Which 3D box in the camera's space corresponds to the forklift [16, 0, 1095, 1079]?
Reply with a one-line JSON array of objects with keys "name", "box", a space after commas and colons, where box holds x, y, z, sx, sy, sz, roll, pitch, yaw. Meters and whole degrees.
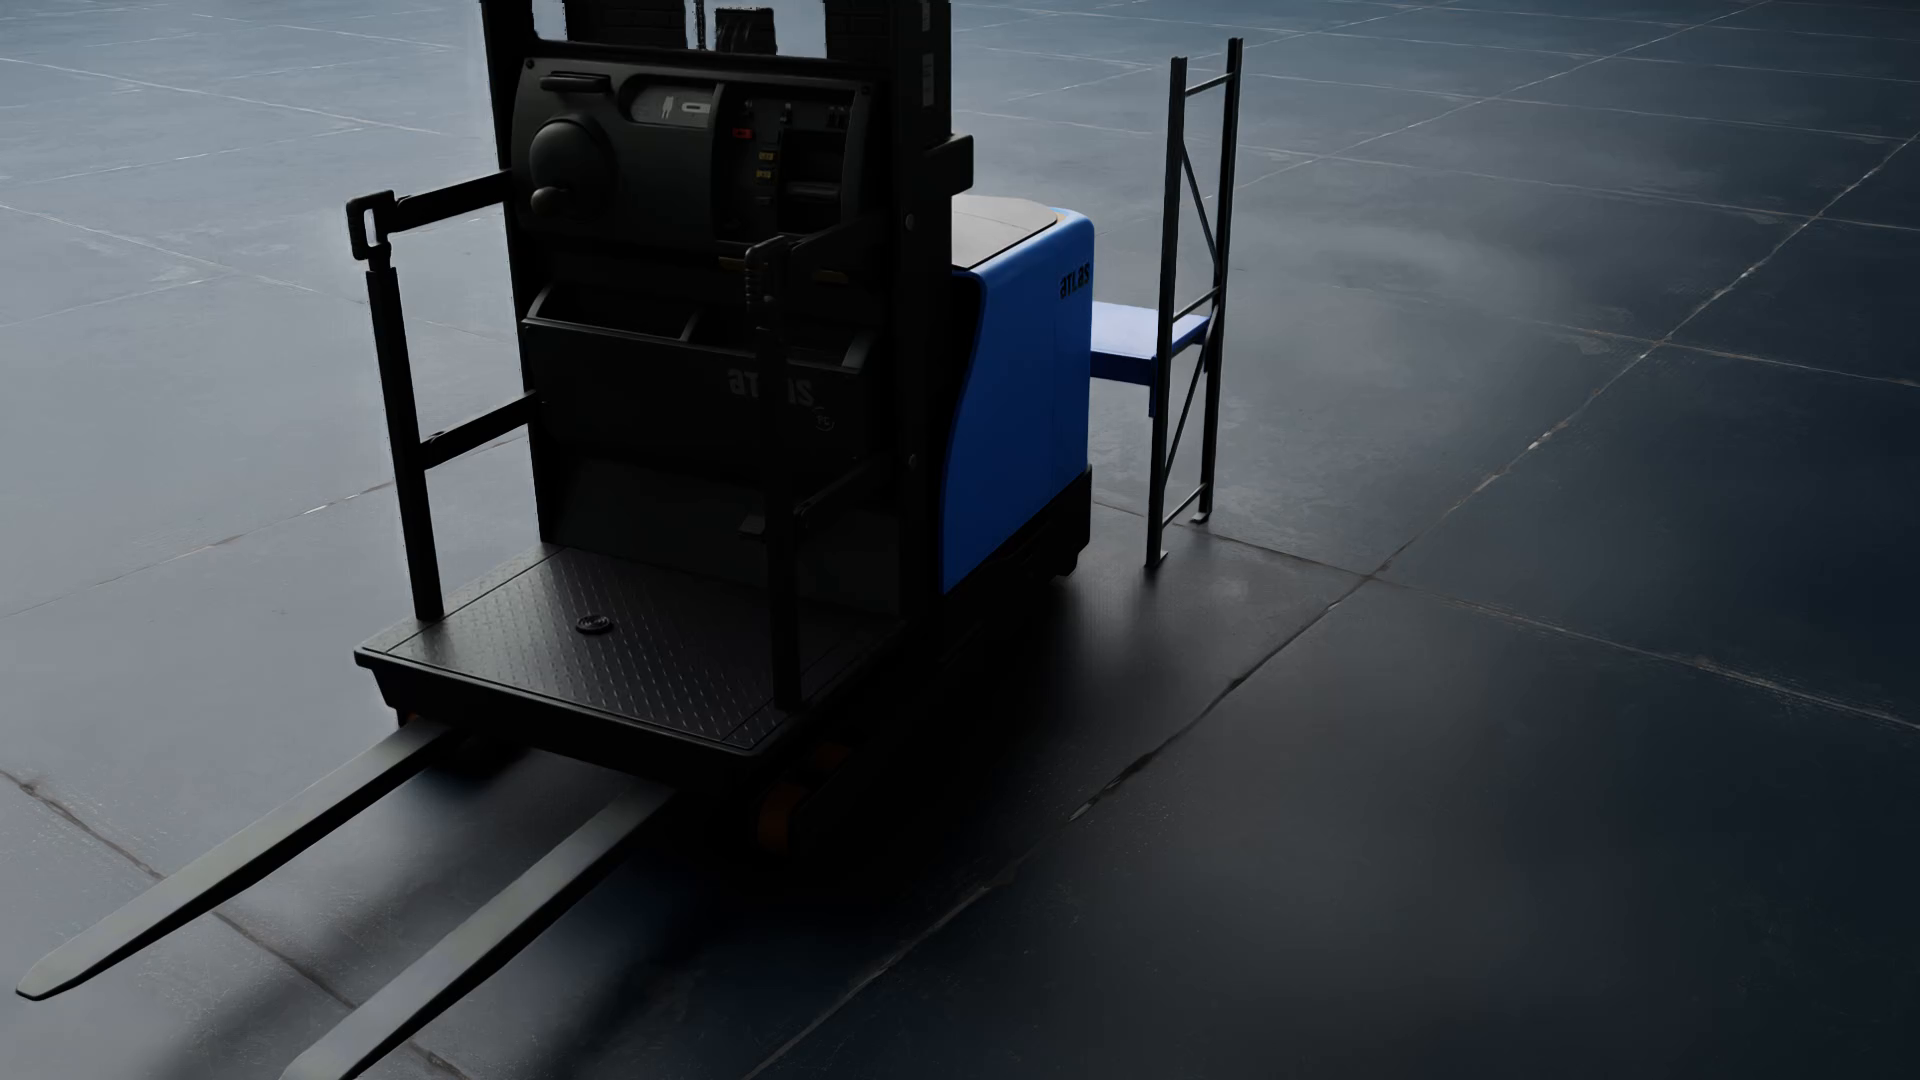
[{"name": "forklift", "box": [-0.699, -0.841, 3.524, 1.130, 2.935, 3.031, 11, 26, 23]}]

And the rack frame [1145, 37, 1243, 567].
[{"name": "rack frame", "box": [0.698, -0.696, 4.969, 0.032, 1.500, 0.500, 12, 26, 25]}]

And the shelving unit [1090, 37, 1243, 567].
[{"name": "shelving unit", "box": [0.249, -0.793, 5.188, 1.048, 1.500, 0.538, 12, 26, 25]}]

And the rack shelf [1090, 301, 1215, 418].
[{"name": "rack shelf", "box": [0.249, -0.628, 5.260, 1.000, 0.185, 0.538, 12, 26, 25]}]
